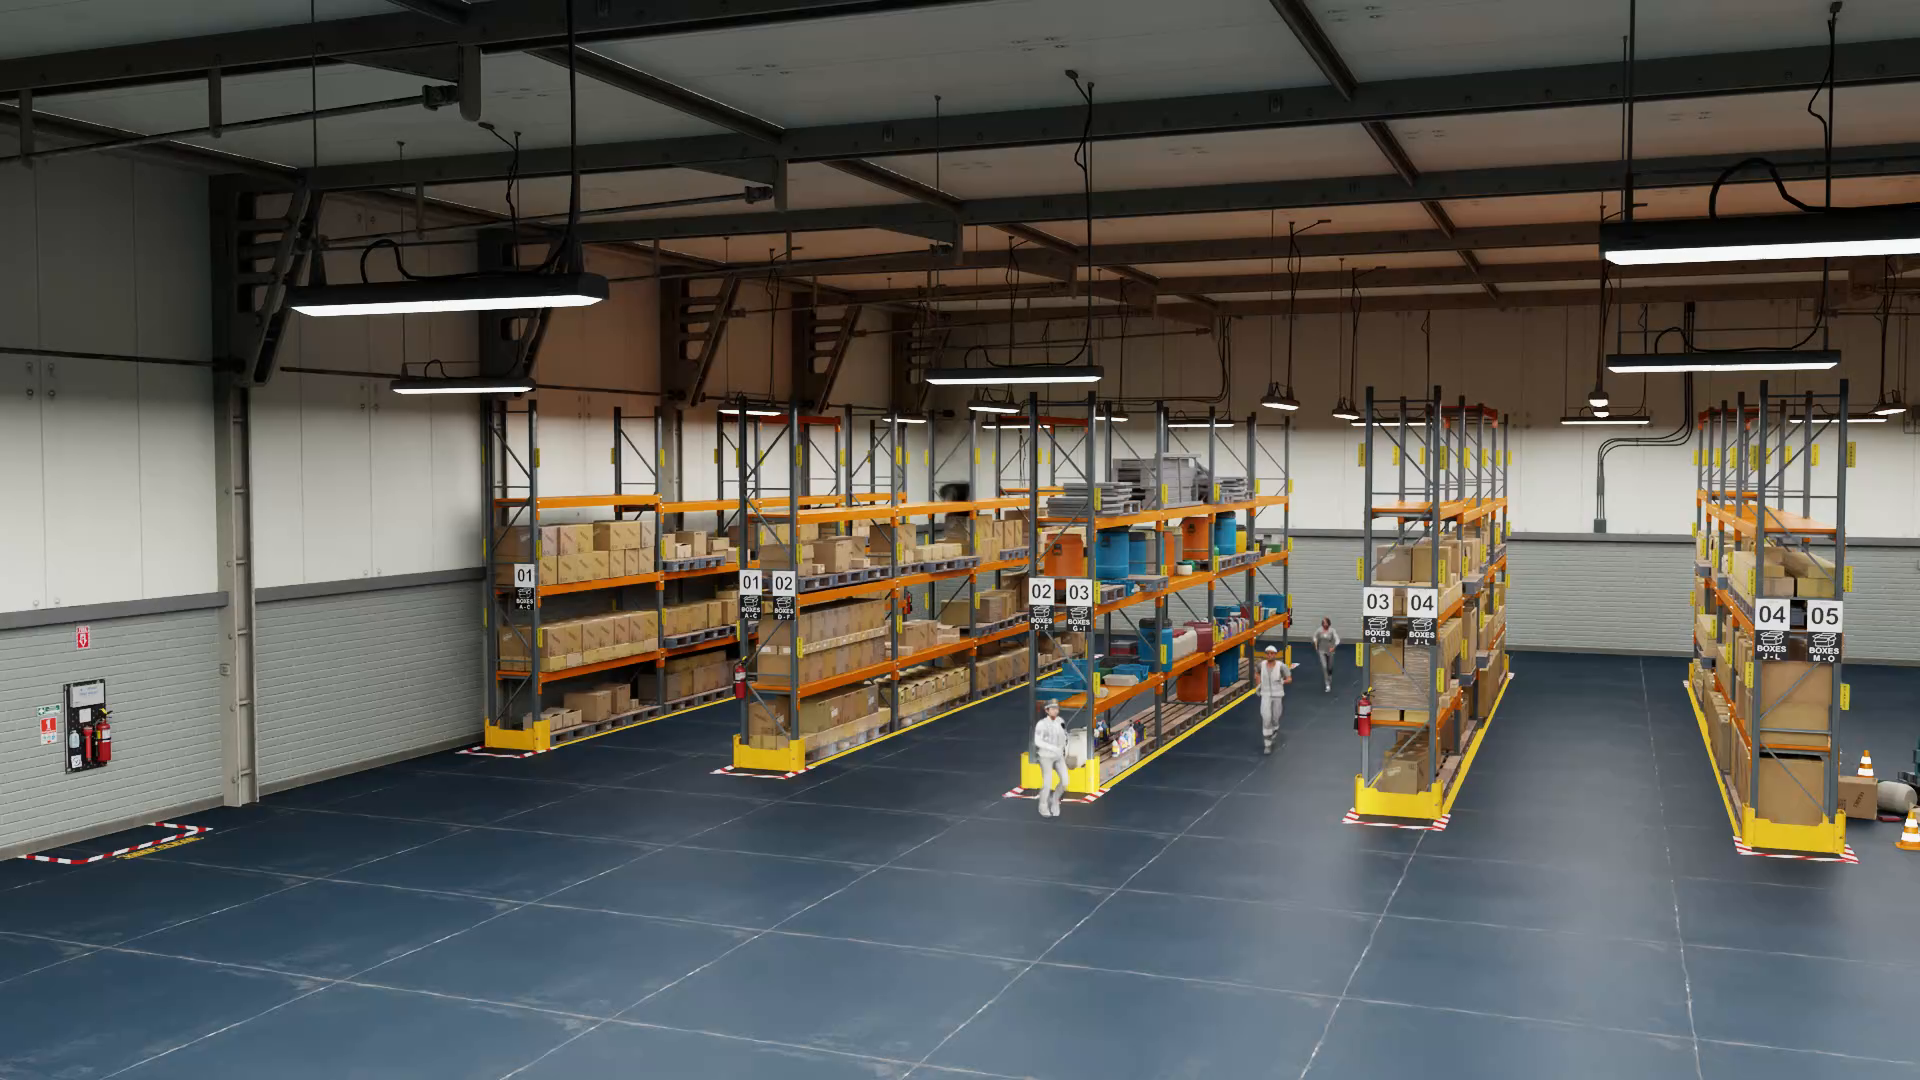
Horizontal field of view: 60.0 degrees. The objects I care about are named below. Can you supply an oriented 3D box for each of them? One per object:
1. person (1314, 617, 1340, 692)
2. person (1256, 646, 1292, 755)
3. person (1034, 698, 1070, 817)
[{"bbox_3d":[7.927,2.462,35.979,0.560,1.570,0.780,1,3,18],"label":"person"},{"bbox_3d":[5.349,2.701,28.384,0.629,1.817,0.912,1,3,14],"label":"person"},{"bbox_3d":[1.315,3.026,23.085,0.635,1.681,0.629,-2,3,-29],"label":"person"}]
